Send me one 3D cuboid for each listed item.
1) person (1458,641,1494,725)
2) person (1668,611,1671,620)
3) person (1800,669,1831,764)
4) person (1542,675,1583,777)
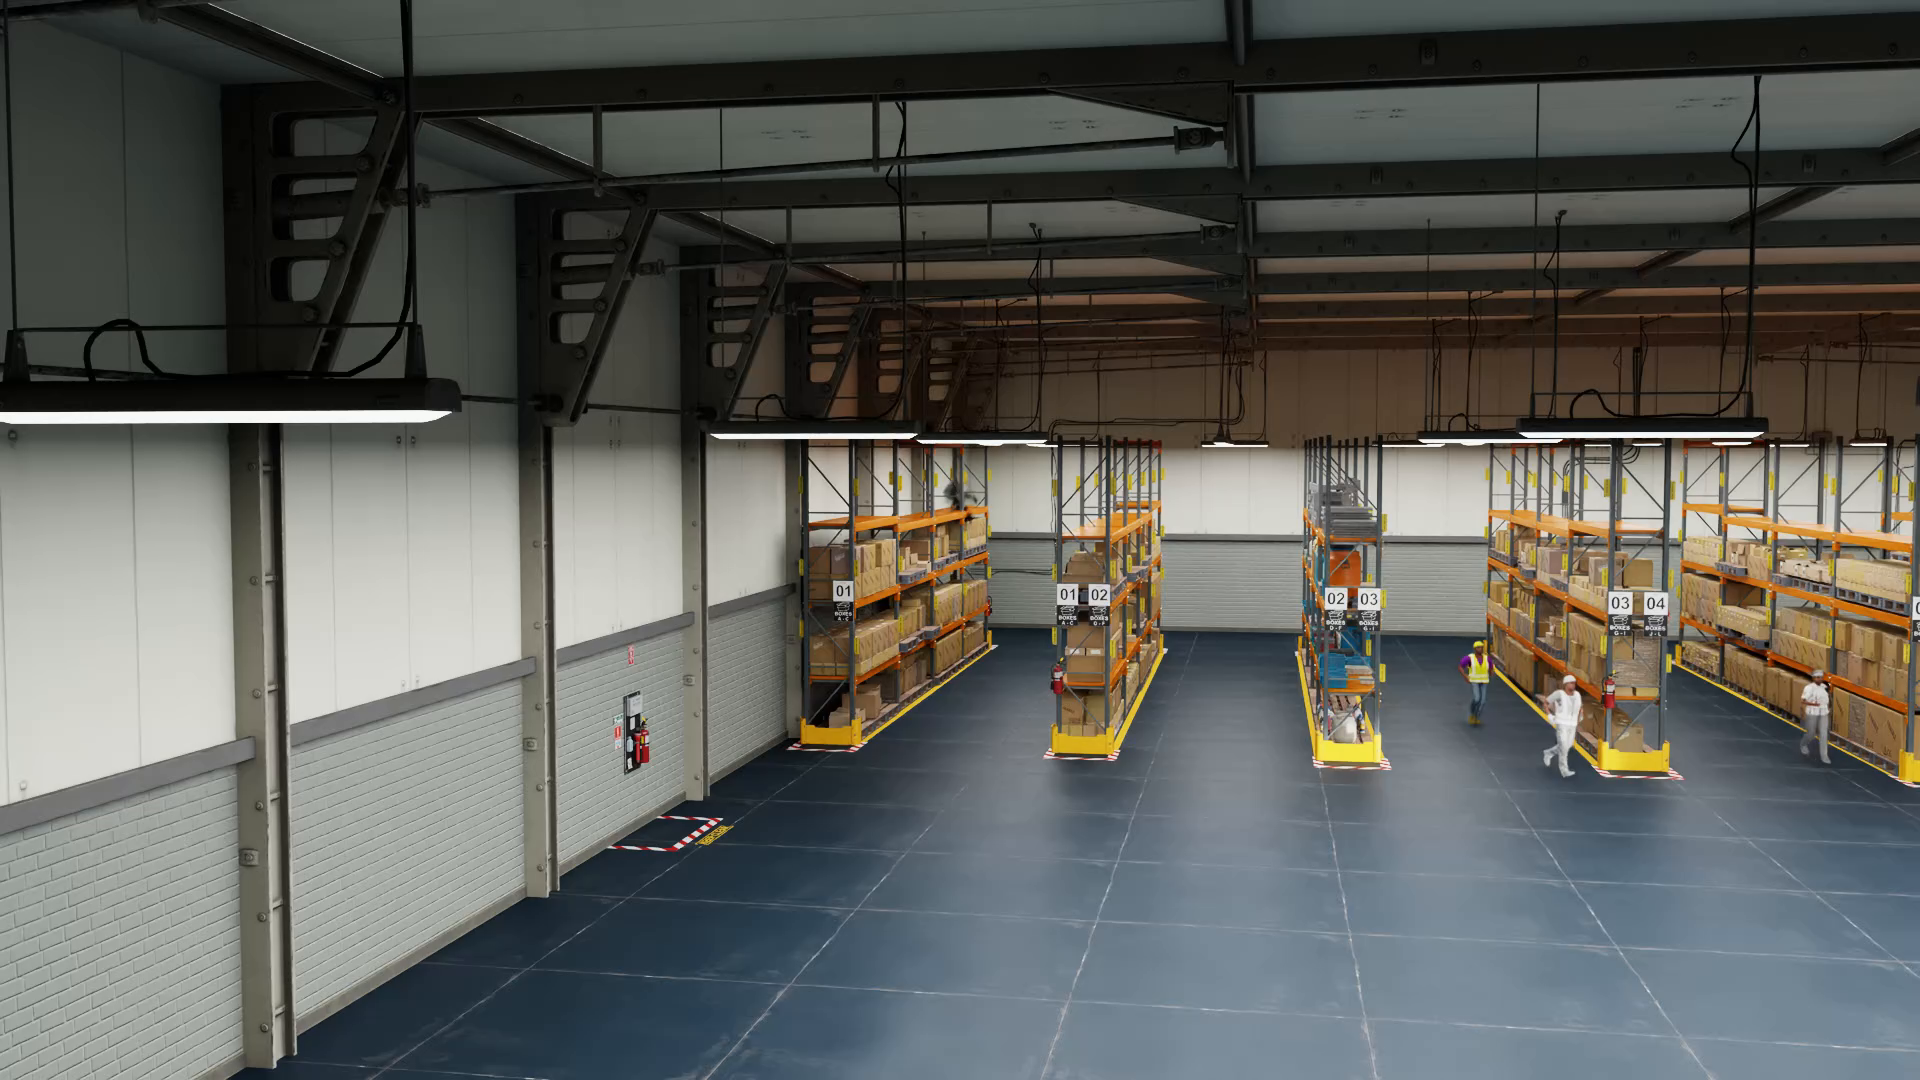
[{"bbox_3d":[10.782,2.979,34.554,0.684,1.739,0.618,0,3,-4],"label":"person"},{"bbox_3d":[18.946,2.437,45.393,0.688,1.735,0.664,-2,4,-29],"label":"person"},{"bbox_3d":[15.711,3.196,30.472,0.580,1.673,0.957,0,3,3],"label":"person"},{"bbox_3d":[10.664,3.255,29.281,0.738,1.754,0.959,-1,3,-16],"label":"person"}]
